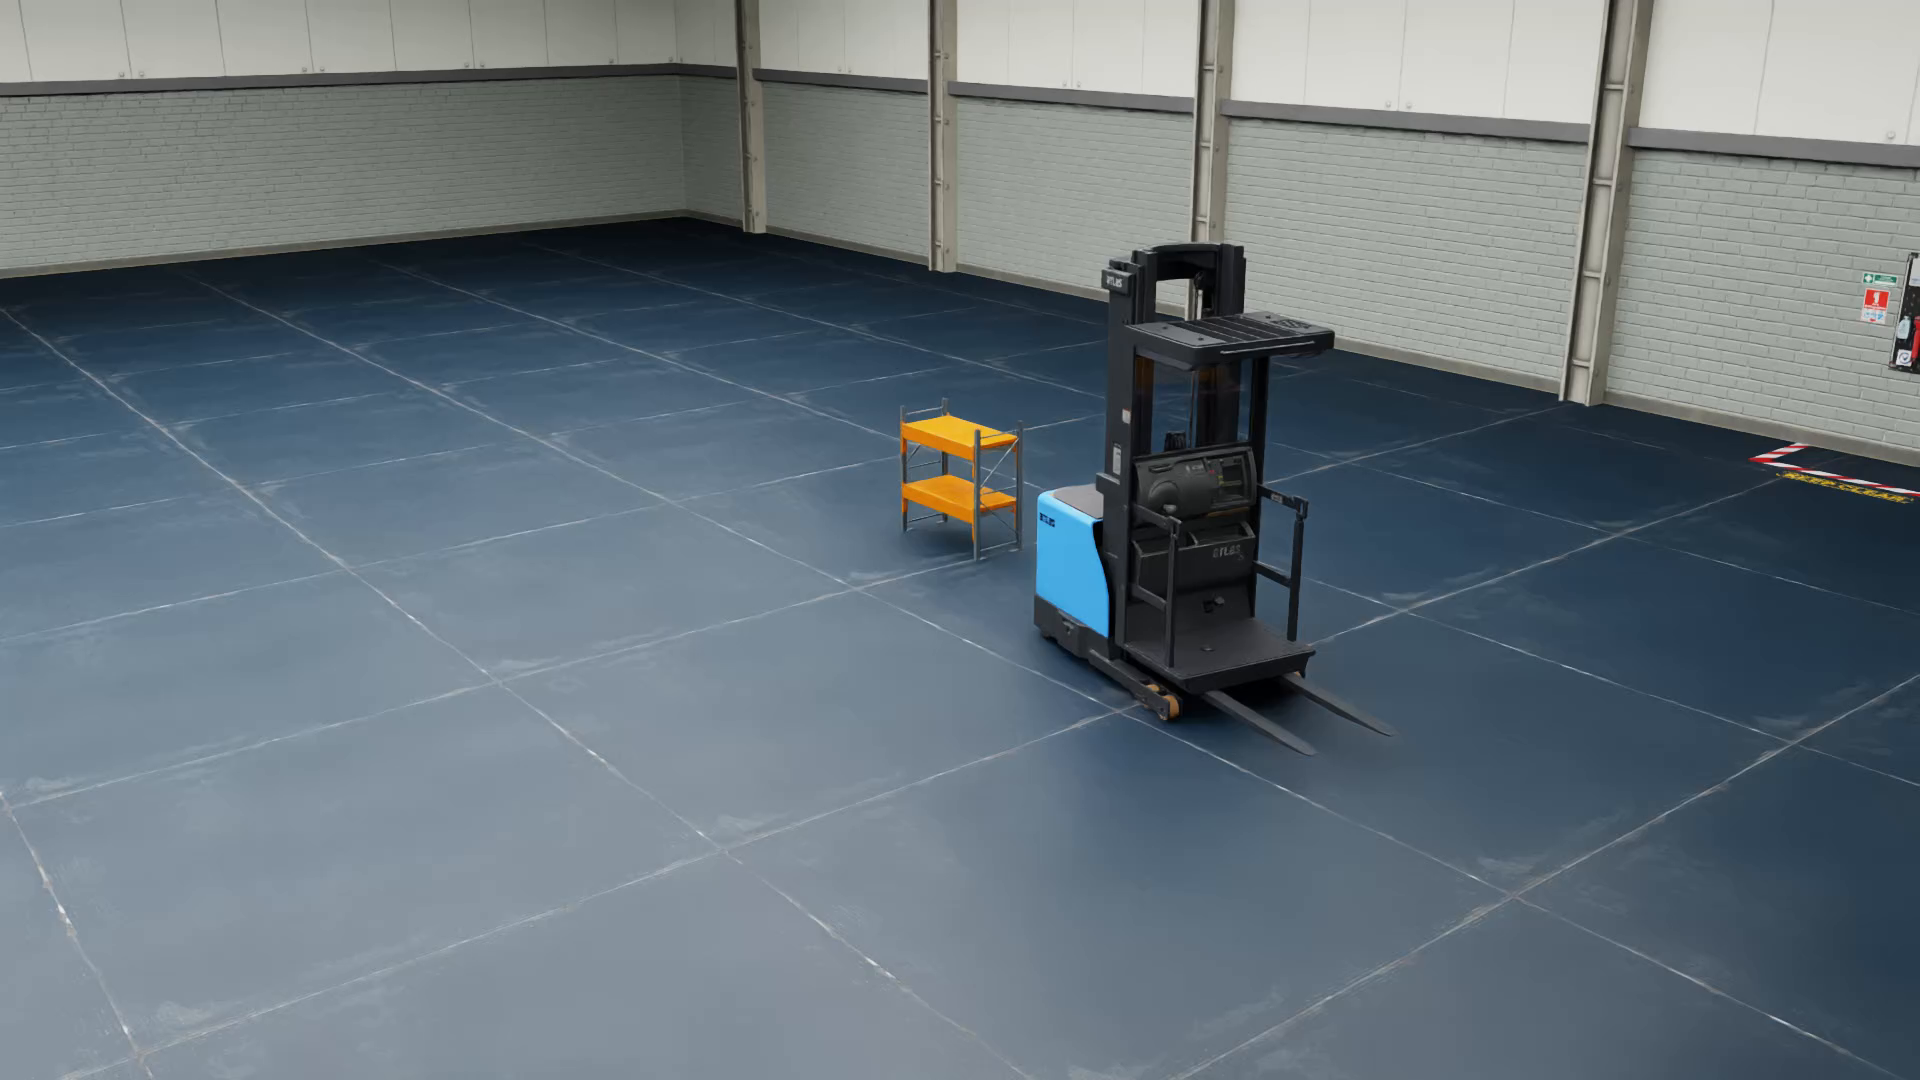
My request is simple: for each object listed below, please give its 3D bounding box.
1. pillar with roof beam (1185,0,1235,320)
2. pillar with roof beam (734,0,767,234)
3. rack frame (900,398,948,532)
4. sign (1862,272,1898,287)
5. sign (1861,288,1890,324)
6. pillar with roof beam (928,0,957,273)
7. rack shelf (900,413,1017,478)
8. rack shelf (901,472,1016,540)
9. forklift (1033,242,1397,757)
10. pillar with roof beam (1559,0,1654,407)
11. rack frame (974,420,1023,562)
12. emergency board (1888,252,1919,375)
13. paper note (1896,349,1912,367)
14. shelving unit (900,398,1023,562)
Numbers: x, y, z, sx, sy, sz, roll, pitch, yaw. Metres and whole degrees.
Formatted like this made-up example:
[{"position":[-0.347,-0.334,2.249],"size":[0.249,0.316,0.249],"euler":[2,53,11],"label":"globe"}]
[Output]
[{"position":[0.067,-6.508,19.700],"size":[9.100,9.000,0.400],"euler":[-14,23,-36],"label":"pillar with roof beam"},{"position":[-7.384,-9.465,28.630],"size":[9.100,9.000,0.400],"euler":[-14,23,-36],"label":"pillar with roof beam"},{"position":[-0.311,-0.658,14.559],"size":[0.500,1.125,0.032],"euler":[-14,23,-36],"label":"rack frame"},{"position":[9.121,-2.582,16.487],"size":[0.001,0.109,0.331],"euler":[-14,23,-36],"label":"sign"},{"position":[9.125,-2.333,16.579],"size":[0.001,0.329,0.234],"euler":[-14,23,-36],"label":"sign"},{"position":[-3.659,-7.986,24.165],"size":[9.100,9.000,0.400],"euler":[-14,23,-36],"label":"pillar with roof beam"},{"position":[0.004,-0.810,14.089],"size":[0.538,0.278,1.000],"euler":[-14,23,-36],"label":"rack shelf"},{"position":[0.004,-0.300,14.258],"size":[0.538,0.278,1.000],"euler":[-14,23,-36],"label":"rack shelf"},{"position":[1.667,-0.378,10.840],"size":[1.130,2.935,3.031],"euler":[-9,20,-26],"label":"forklift"},{"position":[3.792,-5.029,15.235],"size":[9.100,9.000,0.400],"euler":[-14,23,-36],"label":"pillar with roof beam"},{"position":[0.320,-0.407,13.802],"size":[0.500,1.125,0.032],"euler":[-14,23,-36],"label":"rack frame"},{"position":[9.388,-2.159,16.112],"size":[0.194,1.169,0.643],"euler":[-14,23,-36],"label":"emergency board"},{"position":[9.332,-1.798,16.423],"size":[0.016,0.148,0.142],"euler":[-14,23,-36],"label":"paper note"},{"position":[0.004,-0.532,14.181],"size":[0.538,1.125,1.048],"euler":[-14,23,-36],"label":"shelving unit"}]
